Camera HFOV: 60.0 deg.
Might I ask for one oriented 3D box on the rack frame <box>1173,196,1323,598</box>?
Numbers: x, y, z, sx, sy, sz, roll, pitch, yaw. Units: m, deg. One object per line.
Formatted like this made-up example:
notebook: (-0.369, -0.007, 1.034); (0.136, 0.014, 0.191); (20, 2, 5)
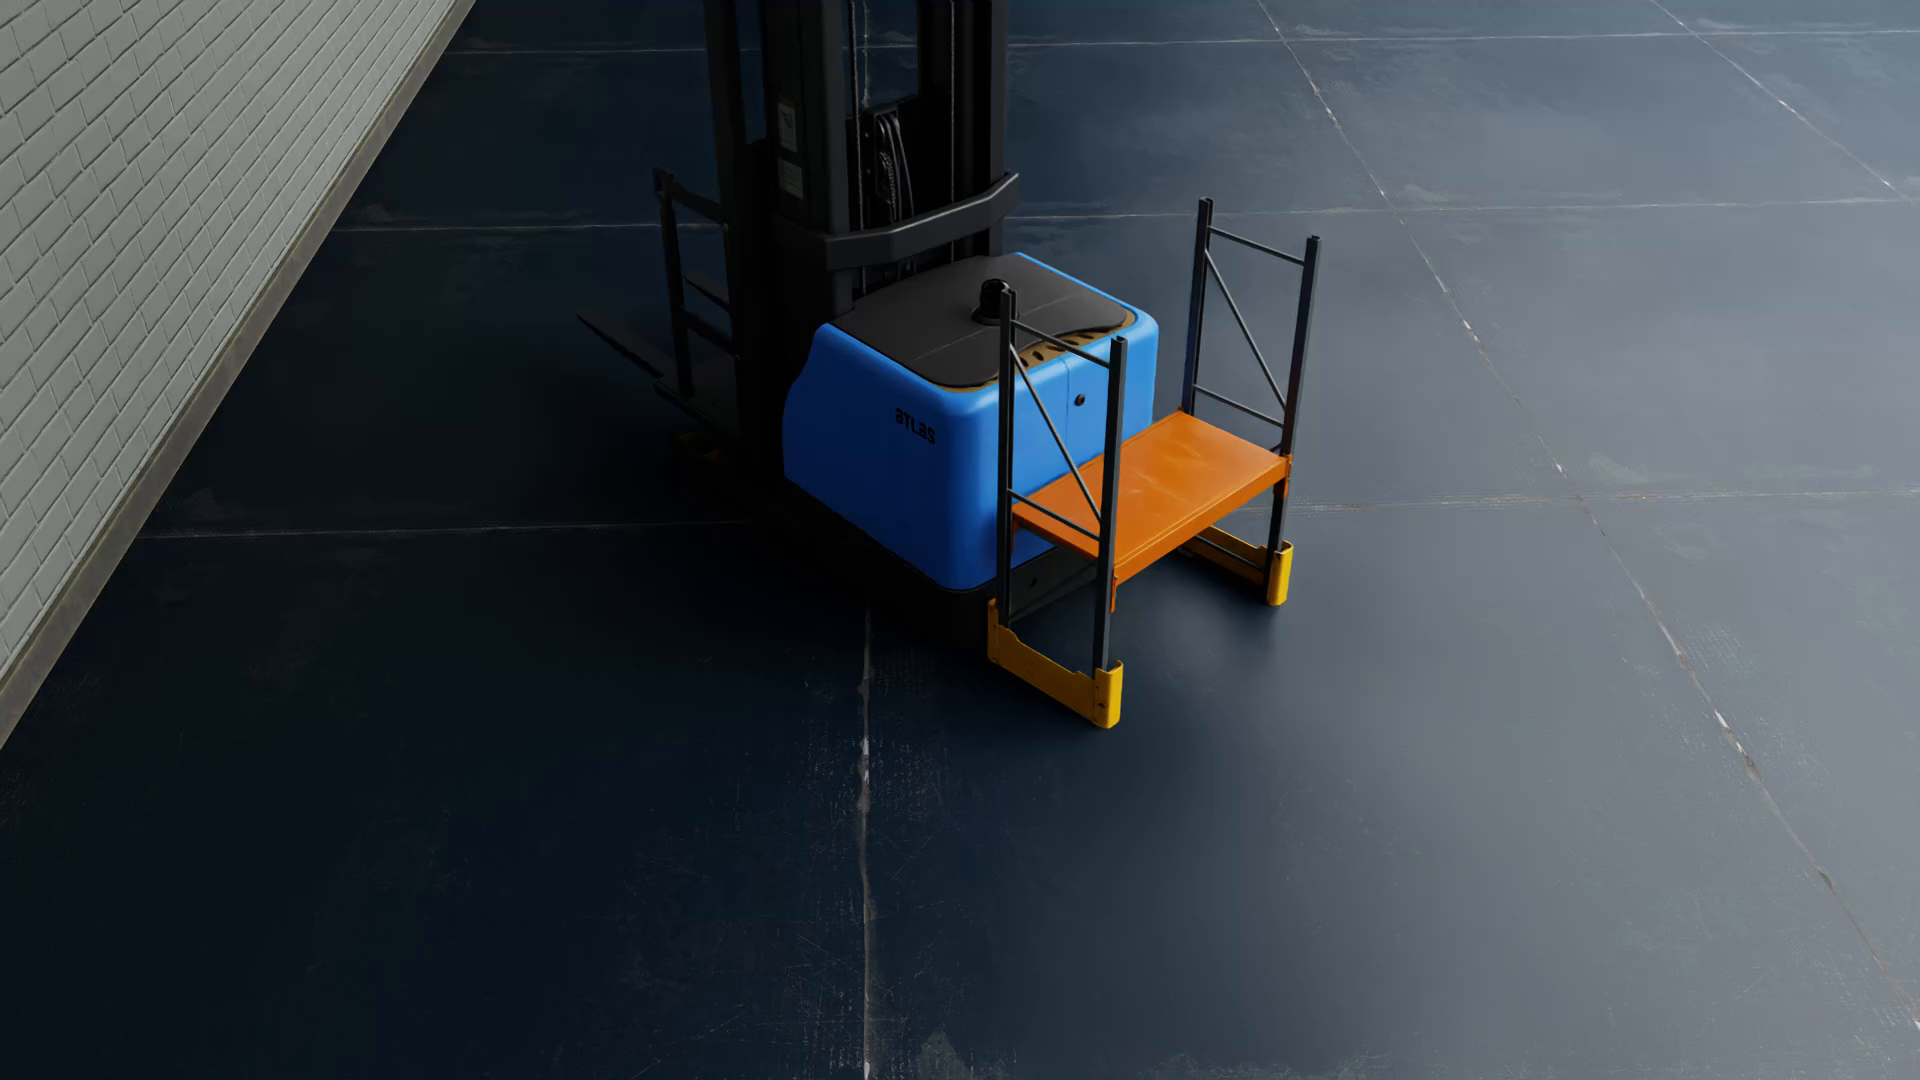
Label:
rack frame: (1.030, -0.490, 6.140); (0.500, 1.500, 0.032); (29, 44, 35)

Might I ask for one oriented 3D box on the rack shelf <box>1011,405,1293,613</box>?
rack shelf: (0.673, -0.136, 5.945); (0.538, 0.185, 1.000); (29, 44, 35)

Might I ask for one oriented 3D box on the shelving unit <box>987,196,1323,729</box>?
shelving unit: (0.679, -0.288, 5.847); (0.587, 1.500, 1.083); (29, 44, 35)

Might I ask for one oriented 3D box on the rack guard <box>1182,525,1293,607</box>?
rack guard: (1.029, 0.025, 6.495); (0.587, 0.250, 0.087); (29, 44, 35)

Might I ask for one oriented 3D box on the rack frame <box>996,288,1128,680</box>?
rack frame: (0.316, -0.078, 5.545); (0.500, 1.500, 0.032); (29, 44, 35)

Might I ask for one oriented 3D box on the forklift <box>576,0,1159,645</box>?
forklift: (-0.600, -1.585, 6.465); (1.130, 2.935, 3.031); (-26, 42, -32)

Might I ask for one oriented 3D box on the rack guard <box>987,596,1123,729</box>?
rack guard: (0.330, 0.428, 5.912); (0.587, 0.250, 0.087); (29, 44, 35)
